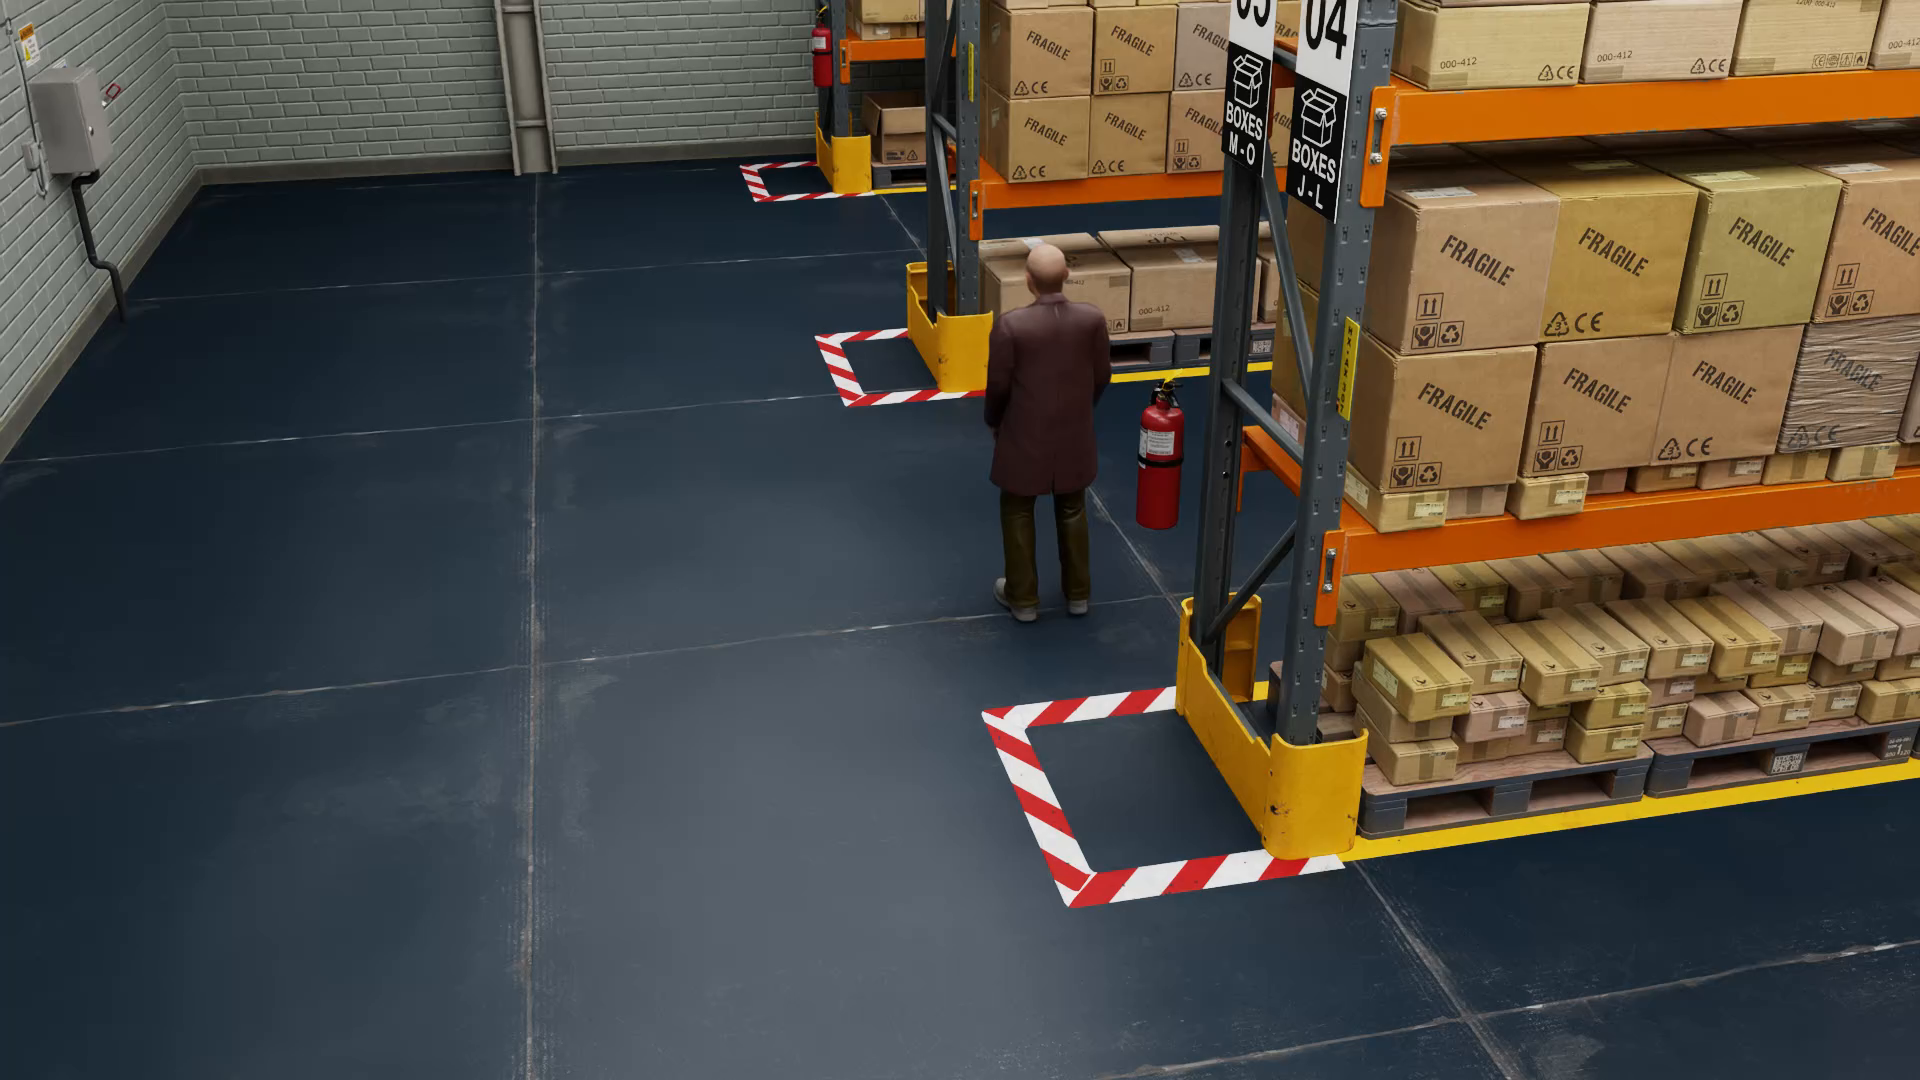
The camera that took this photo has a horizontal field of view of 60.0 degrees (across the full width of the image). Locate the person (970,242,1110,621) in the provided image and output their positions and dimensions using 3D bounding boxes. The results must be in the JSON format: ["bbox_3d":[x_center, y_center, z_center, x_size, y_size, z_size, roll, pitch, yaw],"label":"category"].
[{"bbox_3d":[0.364,-0.392,7.643,0.654,1.577,0.420,-7,27,-14],"label":"person"}]
